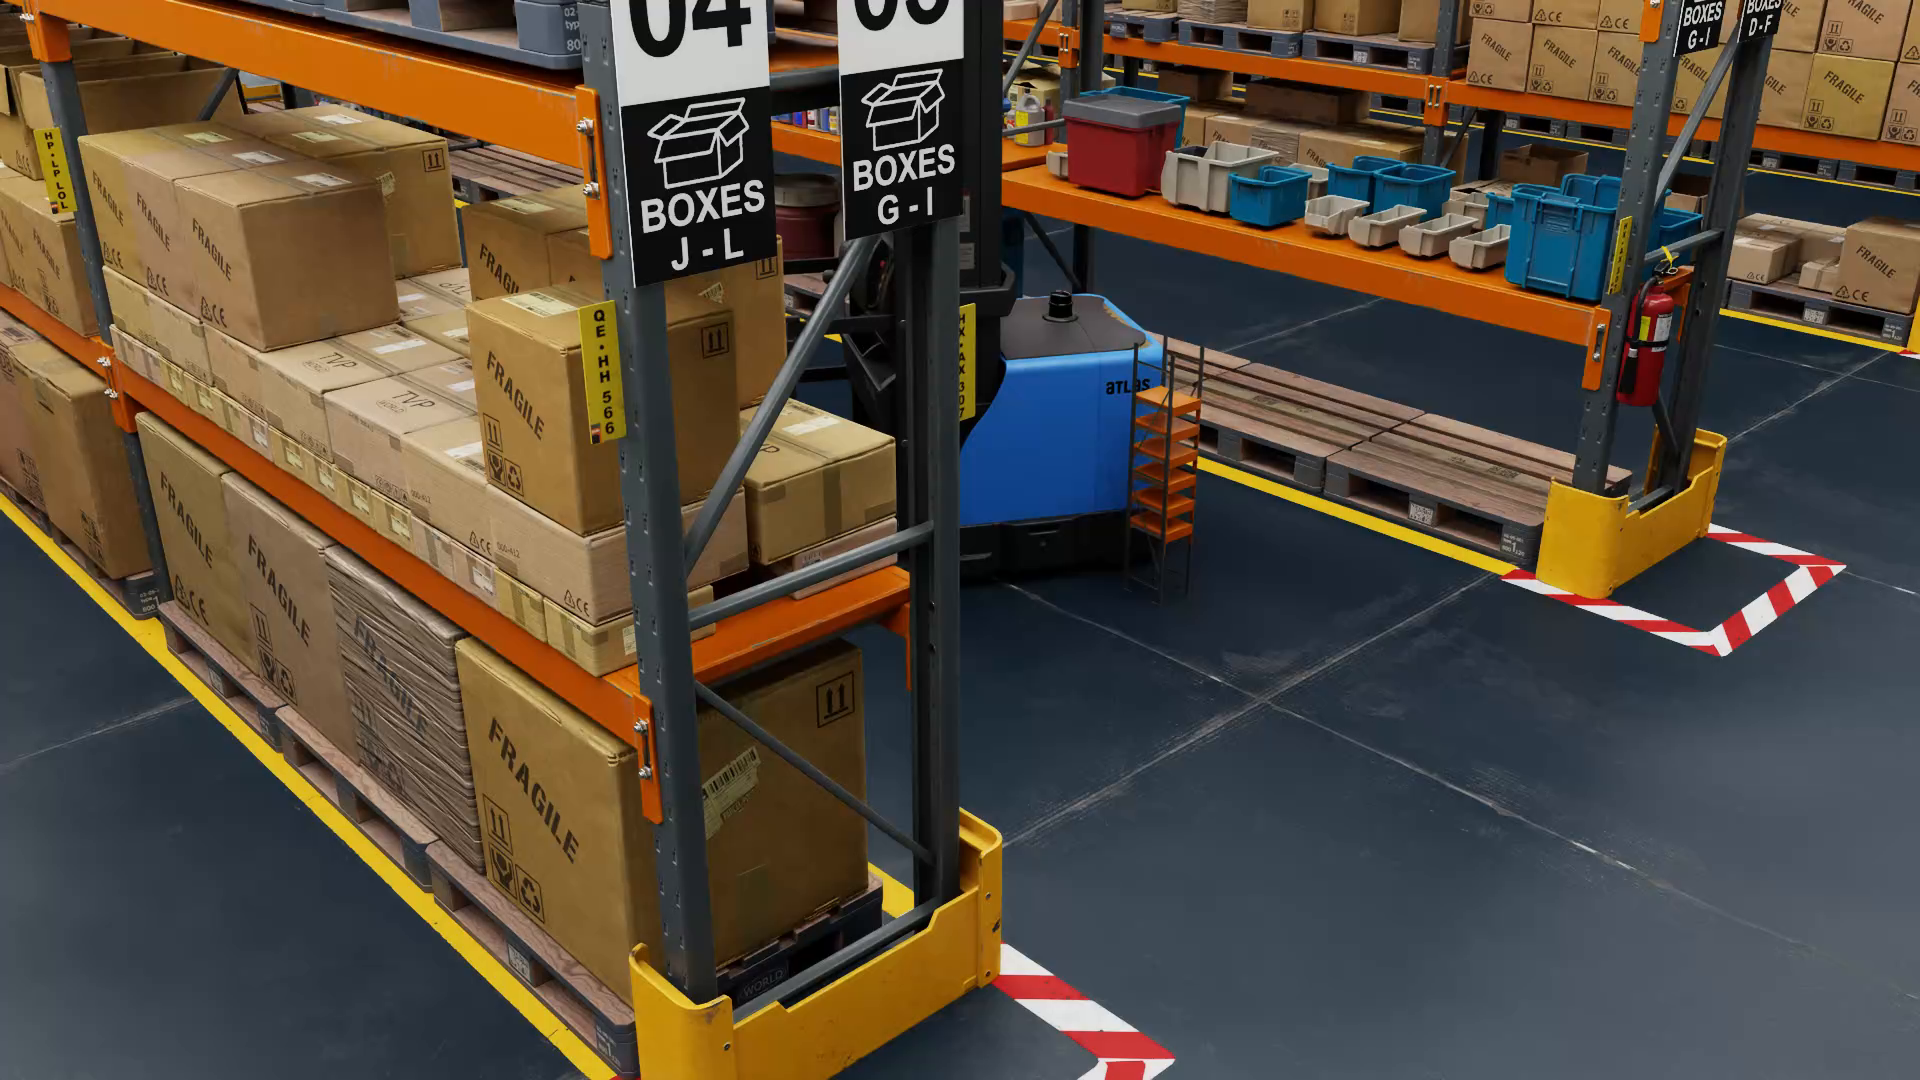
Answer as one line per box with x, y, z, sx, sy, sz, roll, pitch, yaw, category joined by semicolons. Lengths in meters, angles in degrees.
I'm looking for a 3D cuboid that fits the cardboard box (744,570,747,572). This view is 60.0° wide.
-0.583;-0.060;5.070;0.380;0.149;0.250;-22;32;-39;cardboard box

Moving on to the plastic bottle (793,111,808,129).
-1.065;-2.919;11.175;0.061;0.283;0.133;-21;32;-38;plastic bottle

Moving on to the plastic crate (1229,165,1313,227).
1.619;-1.801;8.714;0.416;0.233;0.300;-21;32;-38;plastic crate

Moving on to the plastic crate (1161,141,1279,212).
1.386;-1.971;9.027;0.437;0.282;0.530;-21;32;-38;plastic crate

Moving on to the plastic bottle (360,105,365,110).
-5.937;-4.207;16.600;0.061;0.283;0.133;-21;32;-38;plastic bottle

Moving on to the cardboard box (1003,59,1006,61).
0.153;-5.033;17.800;0.500;0.311;0.500;-22;32;-39;cardboard box

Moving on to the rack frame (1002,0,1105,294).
0.476;-2.512;10.143;1.000;3.000;0.127;-21;32;-38;rack frame

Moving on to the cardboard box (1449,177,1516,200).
4.224;-2.705;13.275;0.500;0.311;0.500;-21;32;-38;cardboard box

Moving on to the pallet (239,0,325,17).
-1.758;-1.811;5.099;1.003;0.211;1.213;-21;32;-38;pallet

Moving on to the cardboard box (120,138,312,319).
-2.667;-1.147;6.068;0.500;0.500;0.500;-21;32;-38;cardboard box

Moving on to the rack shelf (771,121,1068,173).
-0.891;-2.791;11.621;1.077;0.370;4.000;-21;32;-38;rack shelf

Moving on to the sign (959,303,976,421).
0.004;-0.481;4.552;0.100;0.325;0.005;-21;32;-38;sign

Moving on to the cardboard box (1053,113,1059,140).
0.823;-4.159;16.559;0.500;0.250;0.500;-20;31;-37;cardboard box

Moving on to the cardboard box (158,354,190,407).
-2.820;-0.650;6.363;0.380;0.149;0.250;-20;31;-37;cardboard box

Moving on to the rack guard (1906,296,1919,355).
6.777;-1.590;11.134;1.175;0.500;0.348;-21;32;-38;rack guard

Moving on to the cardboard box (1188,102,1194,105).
1.825;-3.815;15.481;0.500;0.500;0.500;22;33;40;cardboard box

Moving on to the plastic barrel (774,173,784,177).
-1.460;-2.494;12.595;0.421;0.512;0.421;0;25;0;plastic barrel

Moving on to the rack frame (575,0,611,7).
-0.405;-2.625;3.162;1.000;3.000;0.127;-21;32;-38;rack frame

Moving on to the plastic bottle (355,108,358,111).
-5.915;-4.110;16.387;0.061;0.283;0.133;-19;30;-35;plastic bottle

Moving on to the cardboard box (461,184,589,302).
-1.236;-0.833;5.380;0.500;0.500;0.500;-22;33;-40;cardboard box

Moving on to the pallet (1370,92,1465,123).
5.458;-5.006;18.969;1.003;0.211;1.213;-21;32;-38;pallet

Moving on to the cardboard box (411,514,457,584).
-1.409;-0.027;4.997;0.380;0.149;0.250;-21;32;-38;cardboard box

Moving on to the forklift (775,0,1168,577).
-0.604;-1.269;7.501;3.031;2.935;1.130;-6;25;-13;forklift

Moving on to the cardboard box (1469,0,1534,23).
4.211;-4.194;12.505;0.500;0.500;0.500;-20;31;-37;cardboard box

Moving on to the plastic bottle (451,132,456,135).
-5.028;-4.146;16.565;0.097;0.201;0.097;0;25;0;plastic bottle

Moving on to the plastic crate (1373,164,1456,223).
2.382;-1.819;8.752;0.416;0.233;0.300;-21;32;-38;plastic crate

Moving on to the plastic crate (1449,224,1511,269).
2.521;-1.404;7.958;0.396;0.136;0.243;-21;32;-38;plastic crate

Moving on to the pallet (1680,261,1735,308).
5.401;-2.070;12.533;1.003;0.211;1.213;-21;32;-38;pallet

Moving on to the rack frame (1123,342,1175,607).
0.838;-0.278;7.414;0.006;1.200;0.240;-19;31;-35;rack frame

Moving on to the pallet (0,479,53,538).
-4.560;-0.421;8.918;1.003;0.211;1.213;-21;32;-38;pallet

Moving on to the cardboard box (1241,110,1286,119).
2.888;-3.660;15.141;0.500;0.500;0.500;22;33;40;cardboard box

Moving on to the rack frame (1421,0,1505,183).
4.095;-3.917;13.221;1.000;3.000;0.127;-21;32;-38;rack frame

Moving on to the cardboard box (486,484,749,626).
-0.930;-0.034;4.533;0.500;0.250;0.500;-22;32;-39;cardboard box

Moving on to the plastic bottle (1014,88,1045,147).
0.445;-2.701;10.616;0.144;0.351;0.185;-21;32;-38;plastic bottle

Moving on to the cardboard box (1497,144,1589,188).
4.691;-2.887;13.447;0.500;0.500;0.500;-21;32;-38;cardboard box

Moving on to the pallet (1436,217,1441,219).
3.511;-2.884;14.317;1.003;0.211;1.213;-21;32;-38;pallet

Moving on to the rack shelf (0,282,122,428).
-4.506;-1.386;8.541;1.077;0.370;4.000;-21;32;-38;rack shelf

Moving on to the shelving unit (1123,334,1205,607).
0.909;-0.302;7.467;0.189;1.200;0.258;-19;31;-35;shelving unit

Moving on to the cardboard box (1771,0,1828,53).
5.620;-3.570;11.137;0.500;0.500;0.500;-20;31;-37;cardboard box

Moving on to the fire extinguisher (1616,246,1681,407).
2.982;-0.921;7.198;0.296;0.674;0.183;-21;32;-38;fire extinguisher

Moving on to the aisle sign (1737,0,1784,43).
3.476;-2.546;7.084;0.394;0.787;0.004;-21;32;-38;aisle sign

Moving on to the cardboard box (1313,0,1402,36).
3.418;-4.550;13.984;0.700;0.500;0.500;-16;29;-31;cardboard box

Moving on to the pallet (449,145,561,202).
-4.427;-3.441;15.538;1.003;0.211;1.213;-21;32;-38;pallet

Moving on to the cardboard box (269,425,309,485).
-2.113;-0.337;5.678;0.380;0.149;0.250;-22;33;-40;cardboard box

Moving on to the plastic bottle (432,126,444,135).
-5.208;-4.181;16.544;0.061;0.283;0.133;-21;32;-38;plastic bottle

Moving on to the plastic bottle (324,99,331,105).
-6.411;-4.335;16.896;0.097;0.271;0.097;0;25;0;plastic bottle

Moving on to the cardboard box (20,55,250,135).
-3.582;-1.800;7.254;0.797;0.503;0.637;-22;33;-40;cardboard box

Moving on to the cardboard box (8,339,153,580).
-3.591;-0.520;7.830;1.225;0.875;0.875;-21;32;-38;cardboard box

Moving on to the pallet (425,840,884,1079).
-1.009;1.153;5.468;1.003;0.211;1.213;-21;32;-38;pallet

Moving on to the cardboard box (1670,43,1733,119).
5.285;-3.270;11.684;0.500;0.500;0.500;-22;32;-39;cardboard box

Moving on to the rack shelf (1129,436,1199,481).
0.909;-0.371;7.436;0.180;0.103;0.258;-19;31;-35;rack shelf

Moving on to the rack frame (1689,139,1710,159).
7.708;-5.323;16.304;1.000;3.000;0.127;-21;32;-38;rack frame

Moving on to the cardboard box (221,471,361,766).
-2.131;0.164;6.331;0.875;0.875;0.875;-21;32;-38;cardboard box

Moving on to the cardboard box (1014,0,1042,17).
0.891;-5.414;16.610;0.500;0.311;0.500;-22;32;-39;cardboard box

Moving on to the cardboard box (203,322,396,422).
-2.315;-0.650;5.884;0.500;0.250;0.500;-20;31;-37;cardboard box

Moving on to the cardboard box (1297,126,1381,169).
3.216;-3.200;14.132;0.500;0.500;0.500;-21;32;-38;cardboard box

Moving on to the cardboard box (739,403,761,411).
-0.896;-0.340;5.204;0.500;0.250;0.500;-22;32;-39;cardboard box
